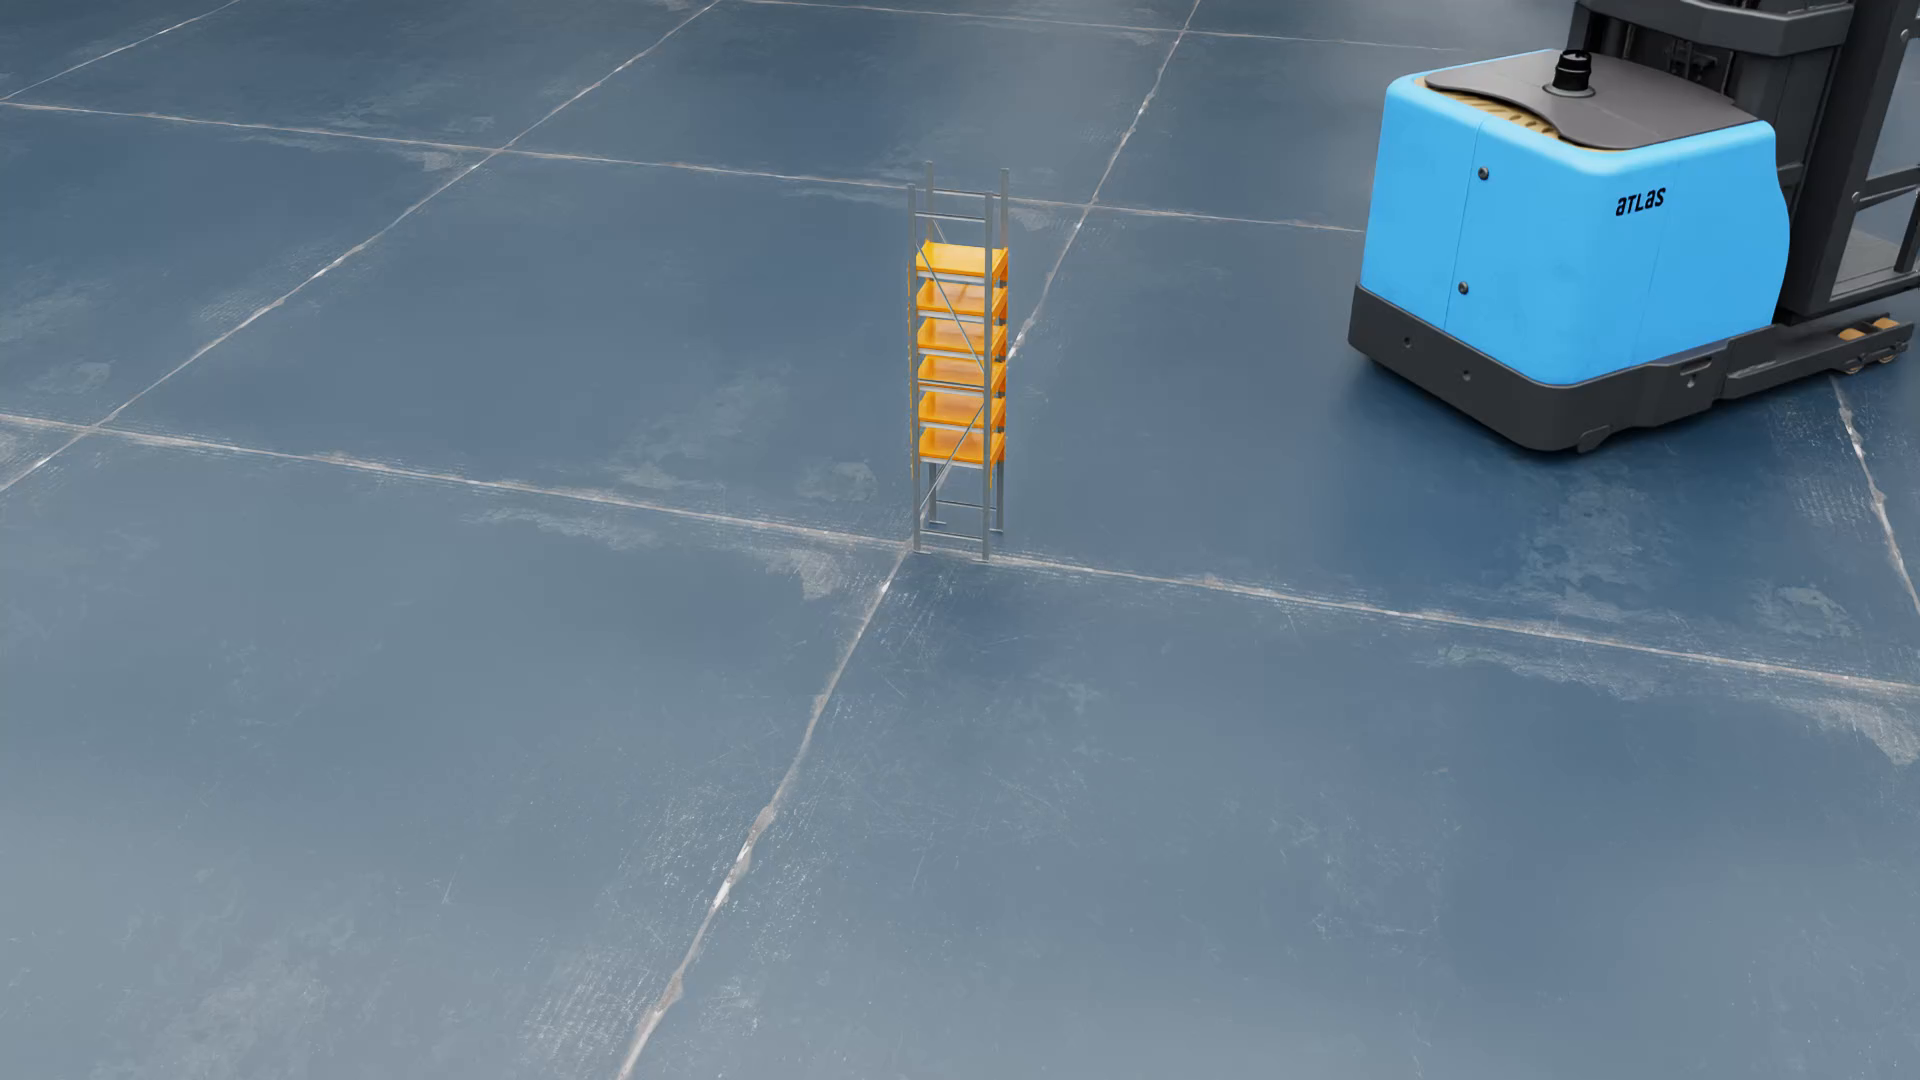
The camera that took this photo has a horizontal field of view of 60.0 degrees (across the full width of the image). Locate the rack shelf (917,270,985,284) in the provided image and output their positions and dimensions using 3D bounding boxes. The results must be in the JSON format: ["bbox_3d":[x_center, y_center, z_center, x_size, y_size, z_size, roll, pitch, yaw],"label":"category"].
[{"bbox_3d":[-0.004,-0.782,4.736,0.199,0.020,0.166,8,33,12],"label":"rack shelf"}]

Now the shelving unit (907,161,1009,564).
[{"bbox_3d":[-0.004,-0.499,4.916,0.258,1.200,0.189,8,33,12],"label":"shelving unit"}]

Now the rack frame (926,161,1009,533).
[{"bbox_3d":[0.020,-0.546,4.991,0.240,1.200,0.006,8,33,12],"label":"rack frame"}]

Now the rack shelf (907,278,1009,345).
[{"bbox_3d":[-0.004,-0.664,4.811,0.258,0.103,0.180,8,33,12],"label":"rack shelf"}]

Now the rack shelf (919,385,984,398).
[{"bbox_3d":[-0.004,-0.478,4.929,0.199,0.020,0.166,8,33,12],"label":"rack shelf"}]

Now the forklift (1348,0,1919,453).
[{"bbox_3d":[3.011,-2.053,5.830,3.031,2.843,1.129,-16,36,-24],"label":"forklift"}]

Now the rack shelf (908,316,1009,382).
[{"bbox_3d":[-0.004,-0.563,4.876,0.258,0.103,0.180,8,33,12],"label":"rack shelf"}]

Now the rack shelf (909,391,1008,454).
[{"bbox_3d":[-0.004,-0.360,5.005,0.258,0.103,0.180,8,33,12],"label":"rack shelf"}]

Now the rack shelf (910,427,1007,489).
[{"bbox_3d":[-0.004,-0.259,5.069,0.258,0.103,0.180,8,33,12],"label":"rack shelf"}]

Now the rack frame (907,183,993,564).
[{"bbox_3d":[-0.027,-0.451,4.842,0.240,1.200,0.006,8,33,12],"label":"rack frame"}]
